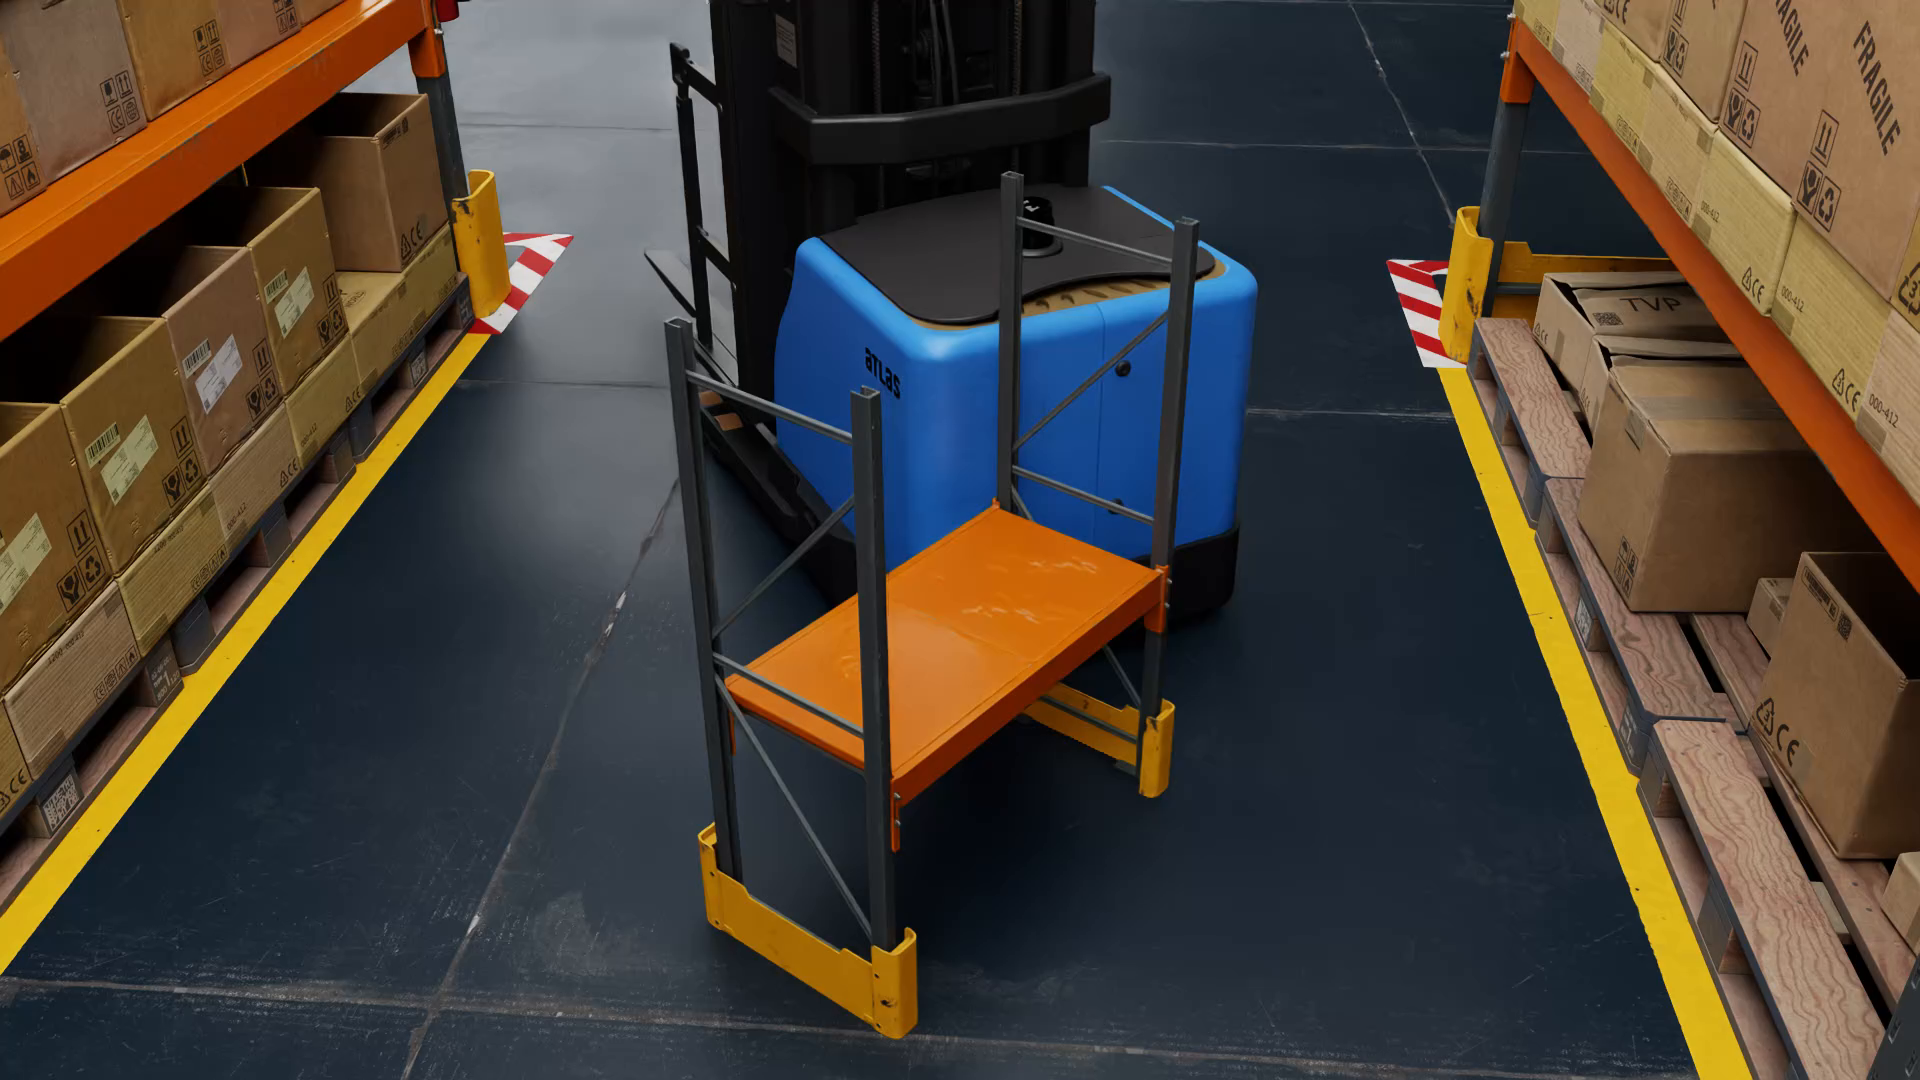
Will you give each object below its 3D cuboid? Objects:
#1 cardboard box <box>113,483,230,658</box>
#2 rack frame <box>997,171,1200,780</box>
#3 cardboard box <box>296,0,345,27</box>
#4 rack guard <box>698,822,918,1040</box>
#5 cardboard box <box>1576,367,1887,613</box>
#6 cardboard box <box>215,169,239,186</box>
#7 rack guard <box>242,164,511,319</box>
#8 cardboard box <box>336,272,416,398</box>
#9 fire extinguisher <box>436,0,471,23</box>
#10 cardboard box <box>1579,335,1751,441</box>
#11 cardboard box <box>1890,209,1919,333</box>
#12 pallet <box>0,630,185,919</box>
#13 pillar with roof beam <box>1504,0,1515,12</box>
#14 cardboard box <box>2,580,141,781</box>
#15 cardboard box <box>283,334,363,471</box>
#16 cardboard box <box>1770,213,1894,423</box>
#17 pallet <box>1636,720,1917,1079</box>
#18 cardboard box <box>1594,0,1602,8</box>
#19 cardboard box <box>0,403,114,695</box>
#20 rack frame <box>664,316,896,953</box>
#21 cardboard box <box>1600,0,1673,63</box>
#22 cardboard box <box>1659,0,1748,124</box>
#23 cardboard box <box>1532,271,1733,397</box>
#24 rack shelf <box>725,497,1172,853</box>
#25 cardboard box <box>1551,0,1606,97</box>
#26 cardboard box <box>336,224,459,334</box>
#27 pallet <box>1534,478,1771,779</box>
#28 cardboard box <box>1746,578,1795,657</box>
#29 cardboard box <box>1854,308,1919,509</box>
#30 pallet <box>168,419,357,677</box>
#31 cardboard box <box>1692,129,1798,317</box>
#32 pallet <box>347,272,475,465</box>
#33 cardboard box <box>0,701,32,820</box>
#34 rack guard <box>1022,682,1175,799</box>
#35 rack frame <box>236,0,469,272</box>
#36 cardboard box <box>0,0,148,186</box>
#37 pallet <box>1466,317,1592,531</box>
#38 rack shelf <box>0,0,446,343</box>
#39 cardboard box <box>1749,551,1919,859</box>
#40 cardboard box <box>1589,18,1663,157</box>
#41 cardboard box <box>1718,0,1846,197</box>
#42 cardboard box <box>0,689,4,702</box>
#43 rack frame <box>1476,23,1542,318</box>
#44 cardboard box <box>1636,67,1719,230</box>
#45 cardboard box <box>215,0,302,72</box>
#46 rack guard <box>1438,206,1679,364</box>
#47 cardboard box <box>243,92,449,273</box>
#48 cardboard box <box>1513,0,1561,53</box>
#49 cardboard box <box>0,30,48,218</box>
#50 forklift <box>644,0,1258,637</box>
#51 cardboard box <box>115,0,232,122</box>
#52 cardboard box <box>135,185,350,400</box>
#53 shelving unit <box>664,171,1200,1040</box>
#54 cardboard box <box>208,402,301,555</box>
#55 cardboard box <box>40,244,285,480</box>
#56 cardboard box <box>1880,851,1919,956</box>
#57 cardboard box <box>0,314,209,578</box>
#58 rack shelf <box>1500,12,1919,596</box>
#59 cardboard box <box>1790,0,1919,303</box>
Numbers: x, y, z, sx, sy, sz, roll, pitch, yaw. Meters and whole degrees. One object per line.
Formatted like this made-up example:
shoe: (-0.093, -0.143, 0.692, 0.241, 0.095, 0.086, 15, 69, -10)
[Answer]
cardboard box: (-2.358, 0.064, 4.507, 0.500, 0.250, 0.500, 2, 32, 4)
rack frame: (0.296, -0.103, 3.987, 0.500, 1.500, 0.032, 23, 38, 32)
cardboard box: (-2.515, -2.066, 5.648, 0.700, 0.500, 0.500, 2, 32, 4)
rack guard: (-0.337, 0.846, 3.639, 0.587, 0.250, 0.087, 23, 38, 32)
cardboard box: (2.171, -0.143, 4.586, 0.700, 0.500, 0.500, 1, 32, 1)
cardboard box: (-2.769, -1.062, 5.620, 0.500, 0.500, 0.500, 2, 32, 4)
rack guard: (-2.462, -1.216, 6.746, 1.175, 0.500, 0.348, 2, 32, 4)
cardboard box: (-2.242, -0.720, 5.780, 0.500, 0.250, 0.500, 2, 32, 4)
fire extinguisher: (-1.992, -2.276, 6.158, 0.296, 0.674, 0.183, 2, 32, 4)
cardboard box: (2.281, -0.444, 5.255, 0.500, 0.311, 0.500, 5, 32, 8)
cardboard box: (1.878, -0.490, 2.596, 0.500, 0.500, 0.500, 2, 32, 4)
pallet: (-2.684, 0.597, 4.079, 1.003, 0.211, 1.213, 2, 32, 4)
pillar with roof beam: (-0.524, -7.530, 8.891, 9.100, 9.000, 0.400, 2, 32, 4)
cardboard box: (-2.404, 0.325, 4.083, 0.500, 0.250, 0.500, 2, 32, 4)
cardboard box: (-2.281, -0.459, 5.356, 0.500, 0.250, 0.500, 2, 32, 4)
cardboard box: (1.933, -0.431, 3.215, 0.500, 0.250, 0.500, 3, 32, 4)
pallet: (2.167, 0.869, 3.639, 1.003, 0.211, 1.213, 2, 32, 4)
cardboard box: (2.085, -1.827, 4.764, 0.500, 0.500, 0.500, 3, 32, 4)
cardboard box: (-2.407, 0.006, 3.887, 0.500, 0.500, 0.500, 2, 32, 4)
rack frame: (-0.337, 0.314, 3.310, 0.500, 1.500, 0.032, 23, 38, 32)
cardboard box: (2.036, -1.557, 4.326, 0.500, 0.500, 0.500, 1, 32, 2)
cardboard box: (2.006, -1.286, 3.887, 0.500, 0.500, 0.500, 3, 32, 6)
cardboard box: (2.327, -0.742, 5.739, 0.500, 0.311, 0.500, -1, 32, -2)
rack shelf: (-0.021, 0.259, 3.743, 0.538, 0.185, 1.000, 23, 38, 32)
cardboard box: (2.089, -1.488, 4.930, 0.500, 0.250, 0.500, 2, 32, 2)
cardboard box: (-2.214, -0.982, 6.205, 0.500, 0.250, 0.500, 2, 32, 4)
pallet: (2.264, 0.229, 4.677, 1.003, 0.211, 1.213, 2, 32, 4)
cardboard box: (2.298, 0.225, 4.324, 0.380, 0.149, 0.250, 0, 32, 0)
cardboard box: (1.884, -0.171, 2.793, 0.500, 0.250, 0.500, 3, 32, 4)
pallet: (-2.587, -0.042, 5.117, 1.003, 0.211, 1.213, 2, 32, 4)
cardboard box: (1.958, -0.695, 3.643, 0.500, 0.250, 0.500, 2, 32, 4)
pallet: (-2.485, -0.678, 6.150, 1.003, 0.211, 1.213, 2, 32, 4)
cardboard box: (-2.450, 0.587, 3.659, 0.500, 0.250, 0.500, 2, 32, 4)
rack guard: (0.284, 0.437, 4.302, 0.587, 0.250, 0.087, 23, 38, 32)
rack frame: (-2.464, -2.267, 6.070, 1.000, 3.000, 0.127, 2, 32, 4)
cardboard box: (-2.638, -1.257, 4.335, 0.700, 0.500, 0.500, 3, 32, 5)
pallet: (2.366, -0.407, 5.710, 1.003, 0.211, 1.213, 2, 32, 4)
rack shelf: (-2.627, -0.915, 4.562, 1.077, 0.370, 4.000, 2, 32, 4)
cardboard box: (2.192, 0.367, 3.759, 0.500, 0.500, 0.500, 0, 32, 0)
cardboard box: (2.042, -1.222, 4.498, 0.500, 0.250, 0.500, 2, 32, 3)
cardboard box: (1.964, -1.014, 3.446, 0.500, 0.500, 0.500, 2, 32, 3)
cardboard box: (-2.440, 0.268, 3.462, 0.500, 0.500, 0.500, 2, 32, 4)
rack frame: (2.473, -2.058, 5.730, 1.000, 3.000, 0.127, 2, 32, 4)
cardboard box: (1.998, -0.958, 4.069, 0.500, 0.250, 0.500, 3, 32, 4)
cardboard box: (-2.553, -1.791, 5.202, 0.700, 0.500, 0.500, 3, 32, 5)
rack guard: (2.467, -0.954, 6.321, 1.175, 0.500, 0.348, 2, 32, 4)
cardboard box: (-2.211, -1.301, 6.009, 0.500, 0.500, 0.500, 2, 32, 4)
cardboard box: (2.117, -1.761, 5.372, 0.500, 0.250, 0.500, 2, 32, 3)
cardboard box: (-2.679, -0.989, 3.900, 0.700, 0.500, 0.500, 3, 32, 5)
forklift: (-0.306, -1.607, 5.064, 1.130, 2.935, 3.031, -15, 35, -22)
cardboard box: (-2.599, -1.532, 4.781, 0.700, 0.500, 0.500, 3, 32, 4)
cardboard box: (-2.278, -0.778, 5.159, 0.500, 0.500, 0.500, 2, 32, 4)
shelving unit: (-0.026, 0.110, 3.643, 0.587, 1.500, 1.083, 23, 38, 32)
cardboard box: (-2.324, -0.197, 4.932, 0.500, 0.250, 0.500, 2, 32, 4)
cardboard box: (-2.320, -0.517, 4.735, 0.500, 0.500, 0.500, 2, 32, 4)
cardboard box: (2.161, 0.772, 3.420, 0.380, 0.166, 0.250, -2, 32, -2)
cardboard box: (-2.359, -0.255, 4.311, 0.500, 0.500, 0.500, 2, 32, 4)
rack shelf: (2.310, -0.705, 4.221, 1.077, 0.370, 4.000, 2, 32, 4)
cardboard box: (1.913, -0.751, 3.019, 0.500, 0.500, 0.500, 2, 32, 4)
